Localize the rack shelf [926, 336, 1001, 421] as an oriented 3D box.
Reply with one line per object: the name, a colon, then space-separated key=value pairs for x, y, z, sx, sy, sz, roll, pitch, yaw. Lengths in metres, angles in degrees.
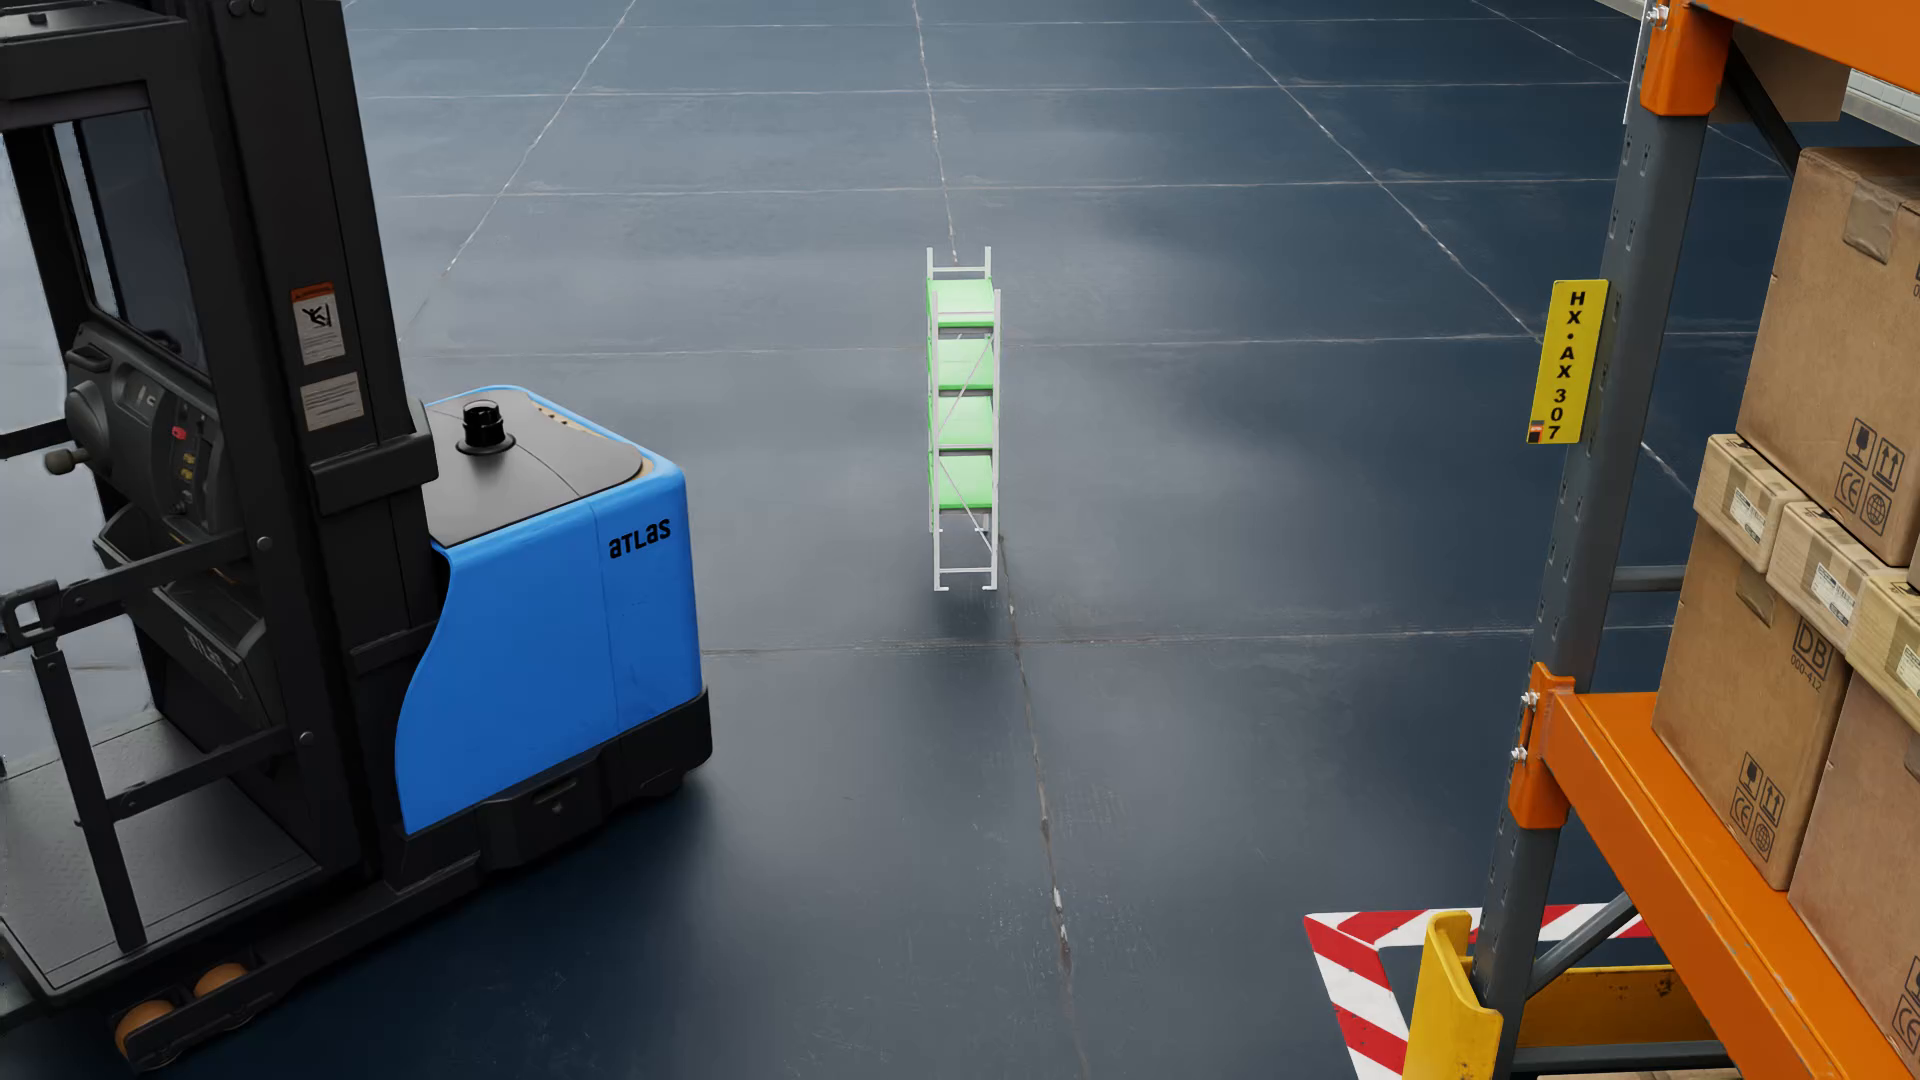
rack shelf: x=0.009 y=-0.612 z=6.245 sx=0.258 sy=0.148 sz=0.480 roll=-1 pitch=28 yaw=-3

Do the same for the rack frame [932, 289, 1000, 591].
rack frame: x=0.021 y=-0.343 z=6.110 sx=0.240 sy=1.200 sz=0.015 roll=-1 pitch=28 yaw=-3

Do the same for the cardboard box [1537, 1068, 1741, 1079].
cardboard box: x=1.498 y=1.363 z=3.411 sx=0.500 sy=0.250 sz=0.500 roll=-1 pitch=28 yaw=-3

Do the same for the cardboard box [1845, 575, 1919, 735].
cardboard box: x=1.526 y=0.169 z=2.373 sx=0.380 sy=0.149 sz=0.250 roll=-1 pitch=28 yaw=-2

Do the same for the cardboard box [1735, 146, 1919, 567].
cardboard box: x=1.707 y=-0.302 z=2.574 sx=0.700 sy=0.500 sz=0.500 roll=-1 pitch=28 yaw=-2

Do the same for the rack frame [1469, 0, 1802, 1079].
rack frame: x=1.696 y=0.077 z=3.358 sx=0.949 sy=2.616 sz=0.053 roll=-1 pitch=28 yaw=-3

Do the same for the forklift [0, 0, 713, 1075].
forklift: x=-2.186 y=-0.237 z=4.034 sx=1.130 sy=2.935 sz=3.031 roll=25 pitch=36 yaw=39

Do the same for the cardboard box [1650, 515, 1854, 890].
cardboard box: x=1.704 y=0.249 z=2.921 sx=0.700 sy=0.500 sz=0.500 roll=-1 pitch=28 yaw=-3

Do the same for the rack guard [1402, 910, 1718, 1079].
rack guard: x=1.691 y=1.175 z=3.957 sx=1.175 sy=0.500 sz=0.348 roll=-1 pitch=28 yaw=-3

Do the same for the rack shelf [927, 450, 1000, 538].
rack shelf: x=0.009 y=-0.186 z=6.467 sx=0.258 sy=0.148 sz=0.480 roll=-1 pitch=28 yaw=-3

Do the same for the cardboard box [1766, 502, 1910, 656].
cardboard box: x=1.514 y=0.054 z=2.594 sx=0.380 sy=0.149 sz=0.250 roll=-2 pitch=28 yaw=-4

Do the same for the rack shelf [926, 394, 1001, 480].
rack shelf: x=0.009 y=-0.399 z=6.356 sx=0.258 sy=0.148 sz=0.480 roll=-1 pitch=28 yaw=-3

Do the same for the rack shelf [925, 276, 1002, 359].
rack shelf: x=0.009 y=-0.824 z=6.134 sx=0.258 sy=0.148 sz=0.480 roll=-1 pitch=28 yaw=-3

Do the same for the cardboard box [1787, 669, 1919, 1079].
cardboard box: x=1.736 y=0.491 z=2.456 sx=0.700 sy=0.500 sz=0.500 roll=-1 pitch=28 yaw=-1

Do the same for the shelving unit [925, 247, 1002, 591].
shelving unit: x=0.009 y=-0.456 z=6.326 sx=0.258 sy=1.200 sz=0.503 roll=-1 pitch=28 yaw=-3

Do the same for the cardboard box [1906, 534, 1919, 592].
cardboard box: x=1.740 y=-0.059 z=2.109 sx=0.700 sy=0.500 sz=0.500 roll=-2 pitch=28 yaw=-4

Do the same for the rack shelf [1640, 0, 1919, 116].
rack shelf: x=1.797 y=-0.010 z=1.060 sx=1.077 sy=0.370 sz=4.000 roll=-1 pitch=28 yaw=-3

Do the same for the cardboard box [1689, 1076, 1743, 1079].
cardboard box: x=1.526 y=1.262 z=2.795 sx=0.500 sy=0.500 sz=0.500 roll=-1 pitch=28 yaw=-3

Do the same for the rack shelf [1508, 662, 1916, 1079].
rack shelf: x=1.797 y=1.320 z=1.753 sx=1.077 sy=0.370 sz=4.000 roll=-1 pitch=28 yaw=-3

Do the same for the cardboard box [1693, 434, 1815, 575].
cardboard box: x=1.498 y=-0.068 z=2.827 sx=0.380 sy=0.149 sz=0.250 roll=-2 pitch=28 yaw=-3

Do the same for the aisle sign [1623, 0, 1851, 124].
aisle sign: x=1.383 y=-1.098 z=2.801 sx=0.394 sy=0.787 sz=0.004 roll=-1 pitch=28 yaw=-3

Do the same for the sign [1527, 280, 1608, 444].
sign: x=1.138 y=-0.331 z=3.119 sx=0.100 sy=0.325 sz=0.005 roll=-1 pitch=28 yaw=-3

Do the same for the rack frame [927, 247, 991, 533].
rack frame: x=-0.004 y=-0.568 z=6.542 sx=0.240 sy=1.200 sz=0.015 roll=-1 pitch=28 yaw=-3
